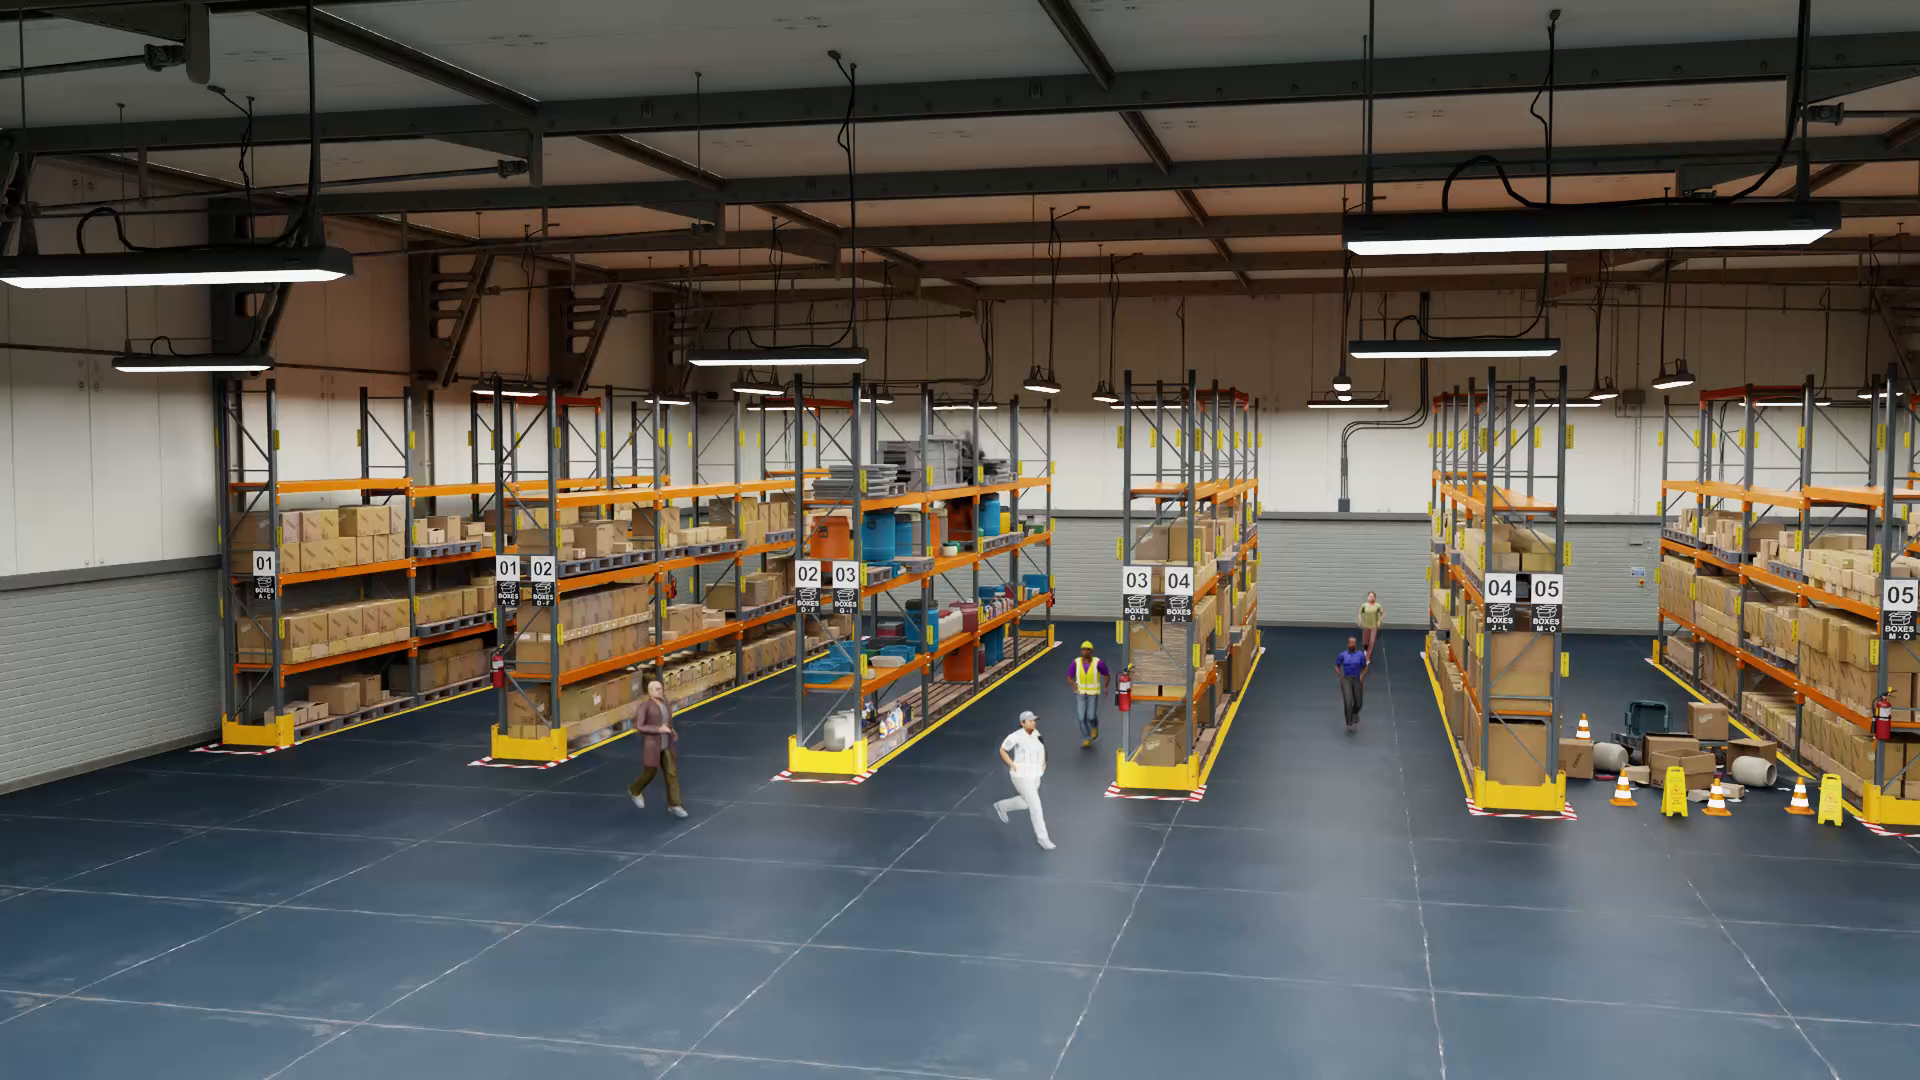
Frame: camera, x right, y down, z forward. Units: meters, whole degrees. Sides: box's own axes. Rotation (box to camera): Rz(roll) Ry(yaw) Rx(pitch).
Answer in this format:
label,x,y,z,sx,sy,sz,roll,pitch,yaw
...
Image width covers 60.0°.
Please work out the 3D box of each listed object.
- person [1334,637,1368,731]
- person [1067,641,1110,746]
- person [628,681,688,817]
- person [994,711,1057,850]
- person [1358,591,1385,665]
label,x,y,z,sx,sy,sz,roll,pitch,yaw
person,6.764,2.471,28.773,0.574,1.601,0.586,0,3,8
person,2.075,2.514,27.140,0.698,1.723,0.579,1,4,13
person,-4.035,2.866,22.149,1.070,1.552,0.707,3,4,39
person,0.817,2.955,20.730,1.074,1.672,0.578,3,4,39
person,9.223,1.963,37.292,0.595,1.630,0.662,1,4,17
